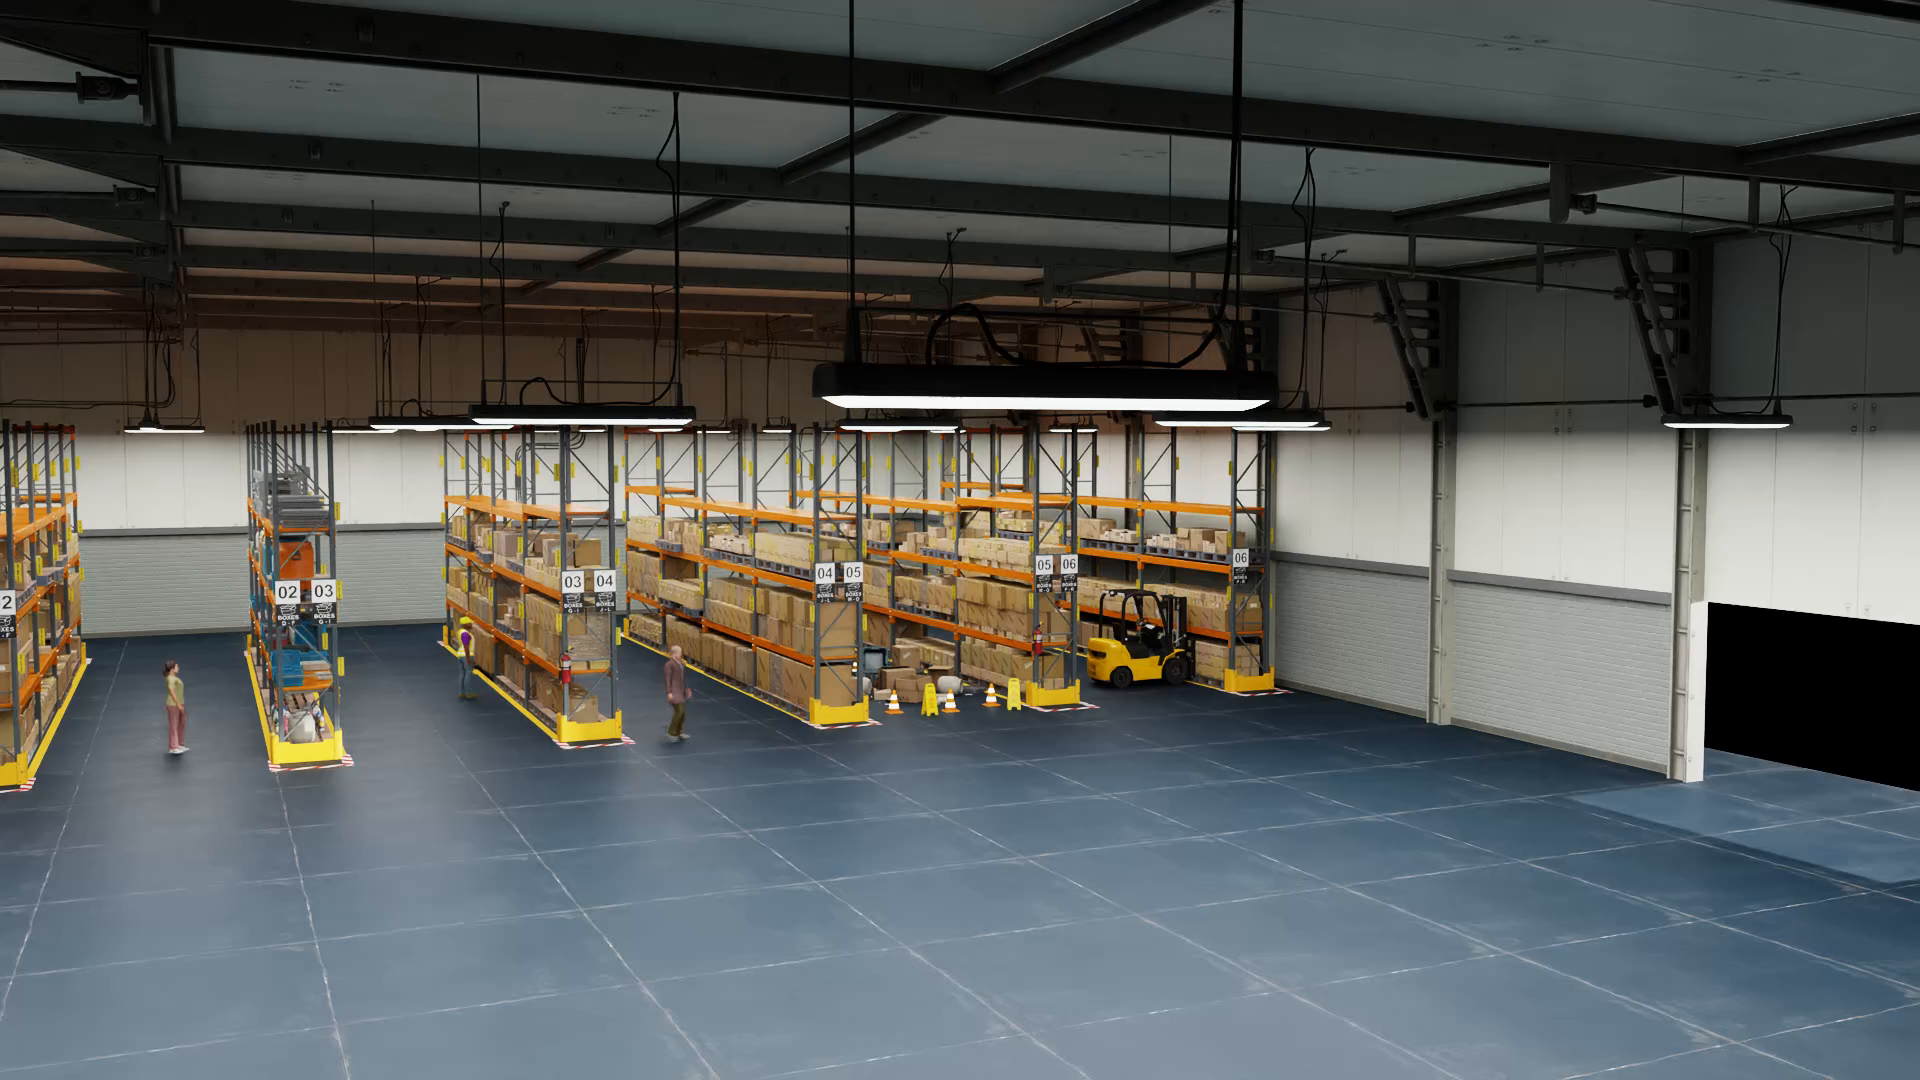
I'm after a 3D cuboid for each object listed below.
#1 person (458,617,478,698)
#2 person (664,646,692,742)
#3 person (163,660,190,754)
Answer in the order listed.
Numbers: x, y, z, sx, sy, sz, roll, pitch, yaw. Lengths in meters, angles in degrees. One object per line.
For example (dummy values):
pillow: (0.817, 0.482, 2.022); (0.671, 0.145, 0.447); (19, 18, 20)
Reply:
person: (-10.752, 2.555, 36.322); (0.392, 1.769, 0.627); (-3, 4, -35)
person: (-5.308, 2.907, 31.385); (0.406, 1.838, 0.622); (1, 4, 10)
person: (-14.143, 3.019, 30.061); (0.433, 1.713, 0.582); (0, 4, 2)
